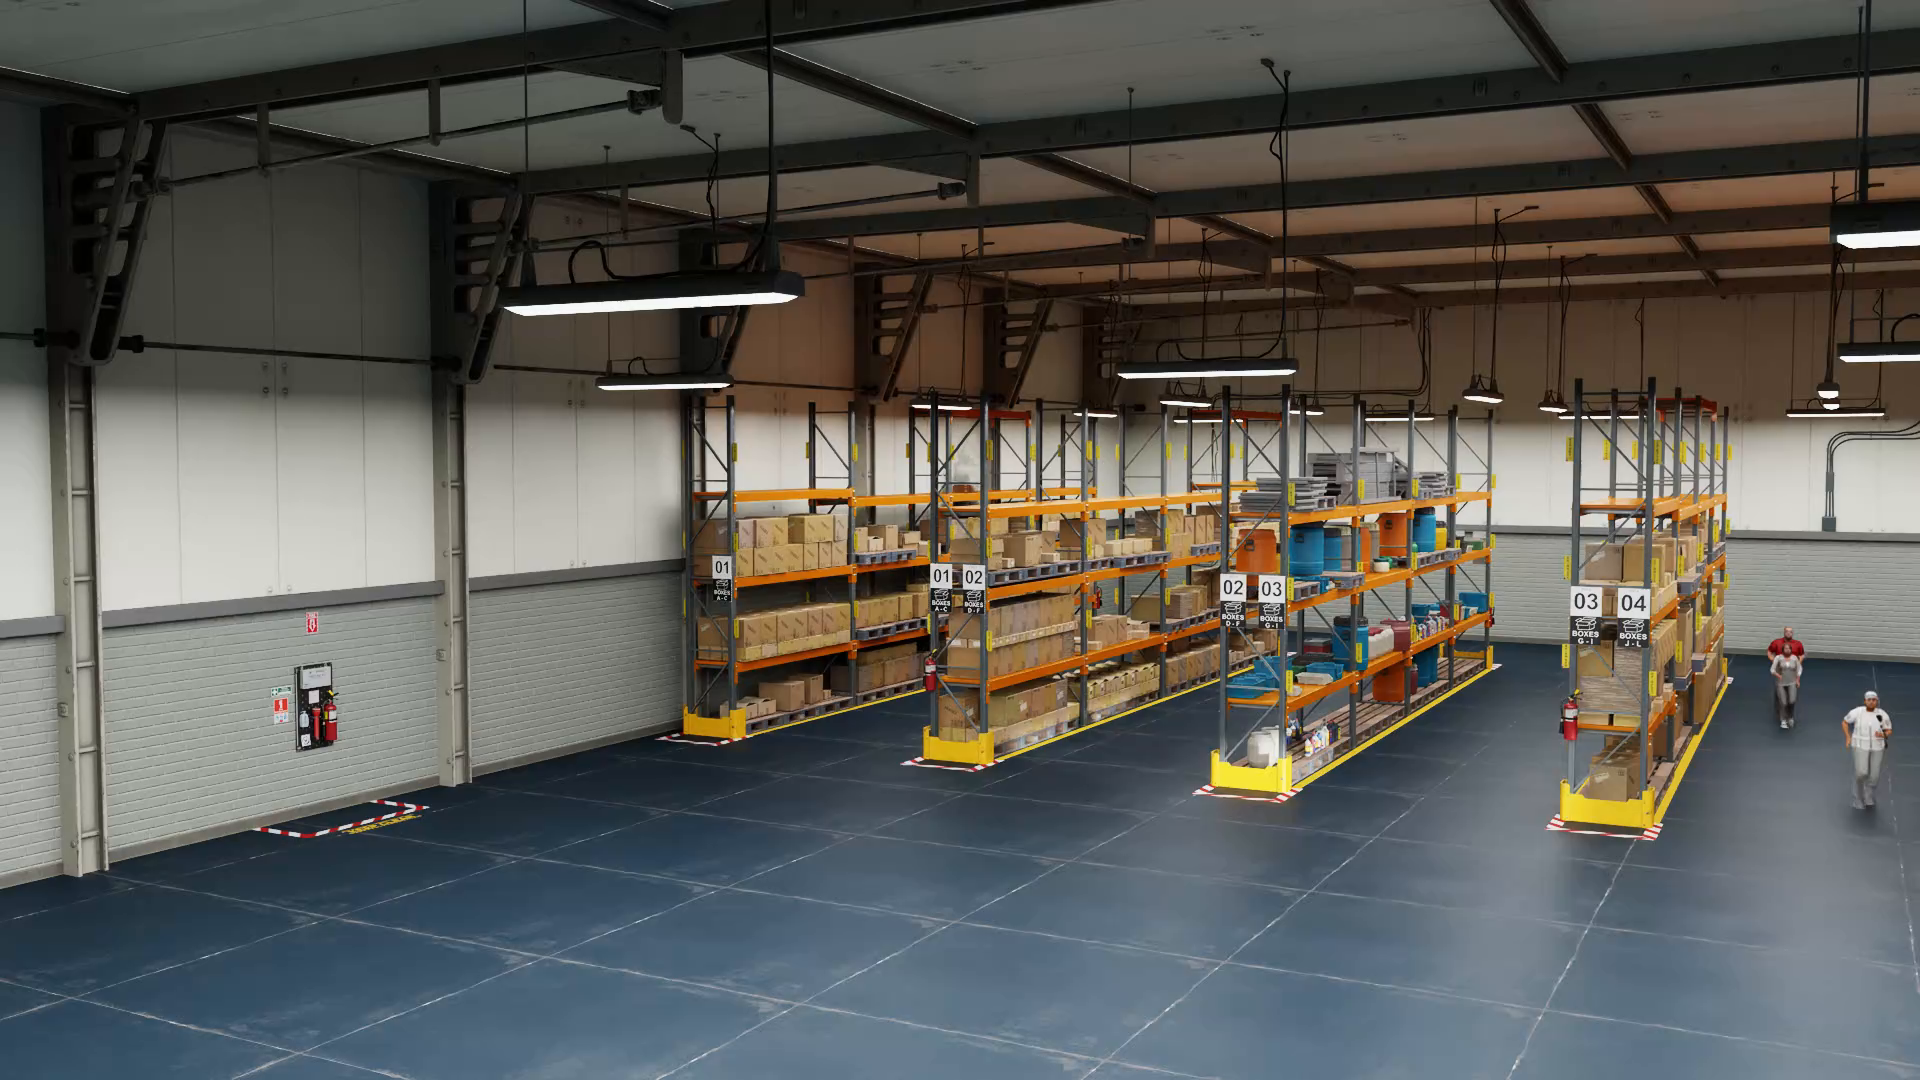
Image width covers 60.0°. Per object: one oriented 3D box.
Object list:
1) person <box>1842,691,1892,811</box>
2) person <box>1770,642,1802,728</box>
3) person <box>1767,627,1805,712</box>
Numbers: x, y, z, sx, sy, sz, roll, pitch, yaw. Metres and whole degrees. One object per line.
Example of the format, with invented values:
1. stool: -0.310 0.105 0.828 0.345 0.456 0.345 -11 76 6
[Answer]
1. person: 12.716 2.952 23.282 0.577 1.679 0.682 1 3 17
2. person: 14.924 2.631 30.039 0.529 1.565 0.569 1 3 22
3. person: 15.730 2.489 31.646 0.637 1.681 0.588 1 3 19
